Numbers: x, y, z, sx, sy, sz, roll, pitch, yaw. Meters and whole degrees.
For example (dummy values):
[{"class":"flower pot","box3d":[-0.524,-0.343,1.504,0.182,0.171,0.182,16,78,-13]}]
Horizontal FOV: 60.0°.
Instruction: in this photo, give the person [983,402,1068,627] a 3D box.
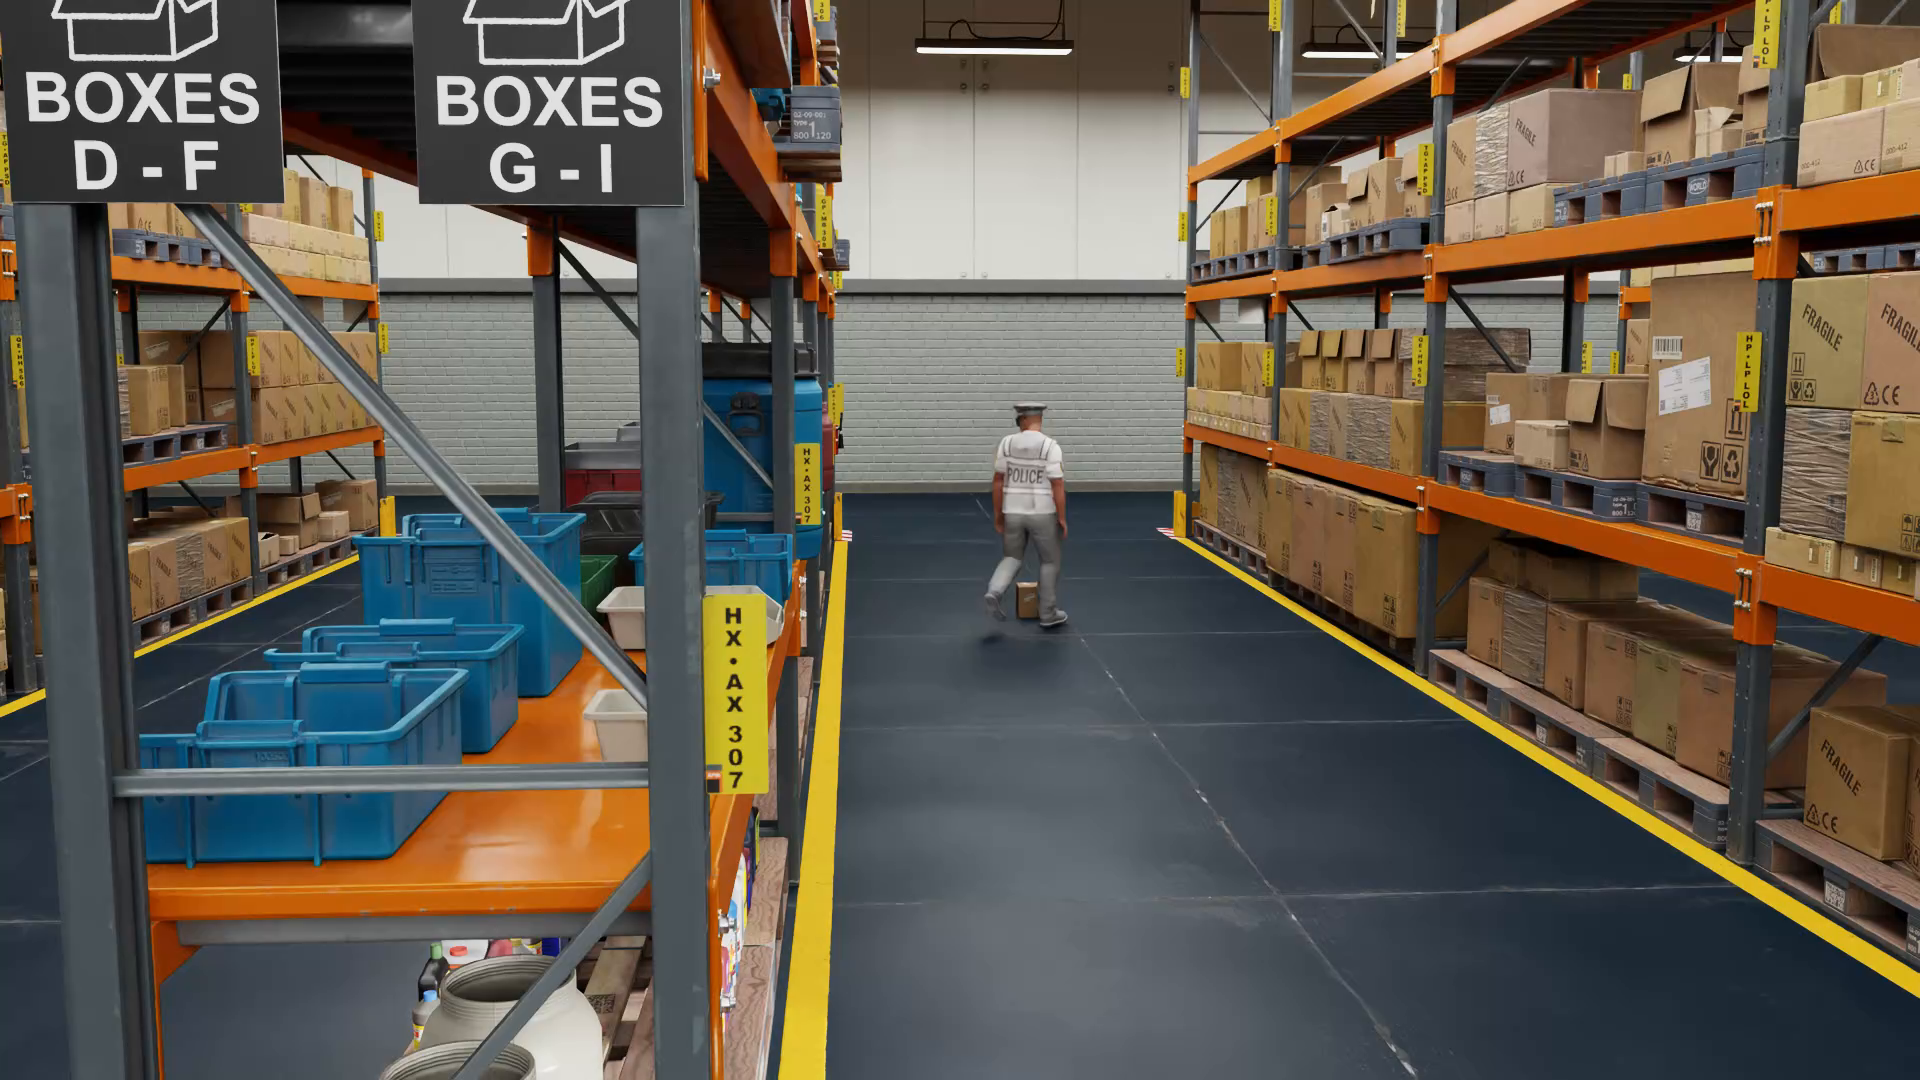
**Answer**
[{"class":"person","box3d":[0.538,-0.190,12.756,0.582,1.729,0.704,3,7,25]}]
